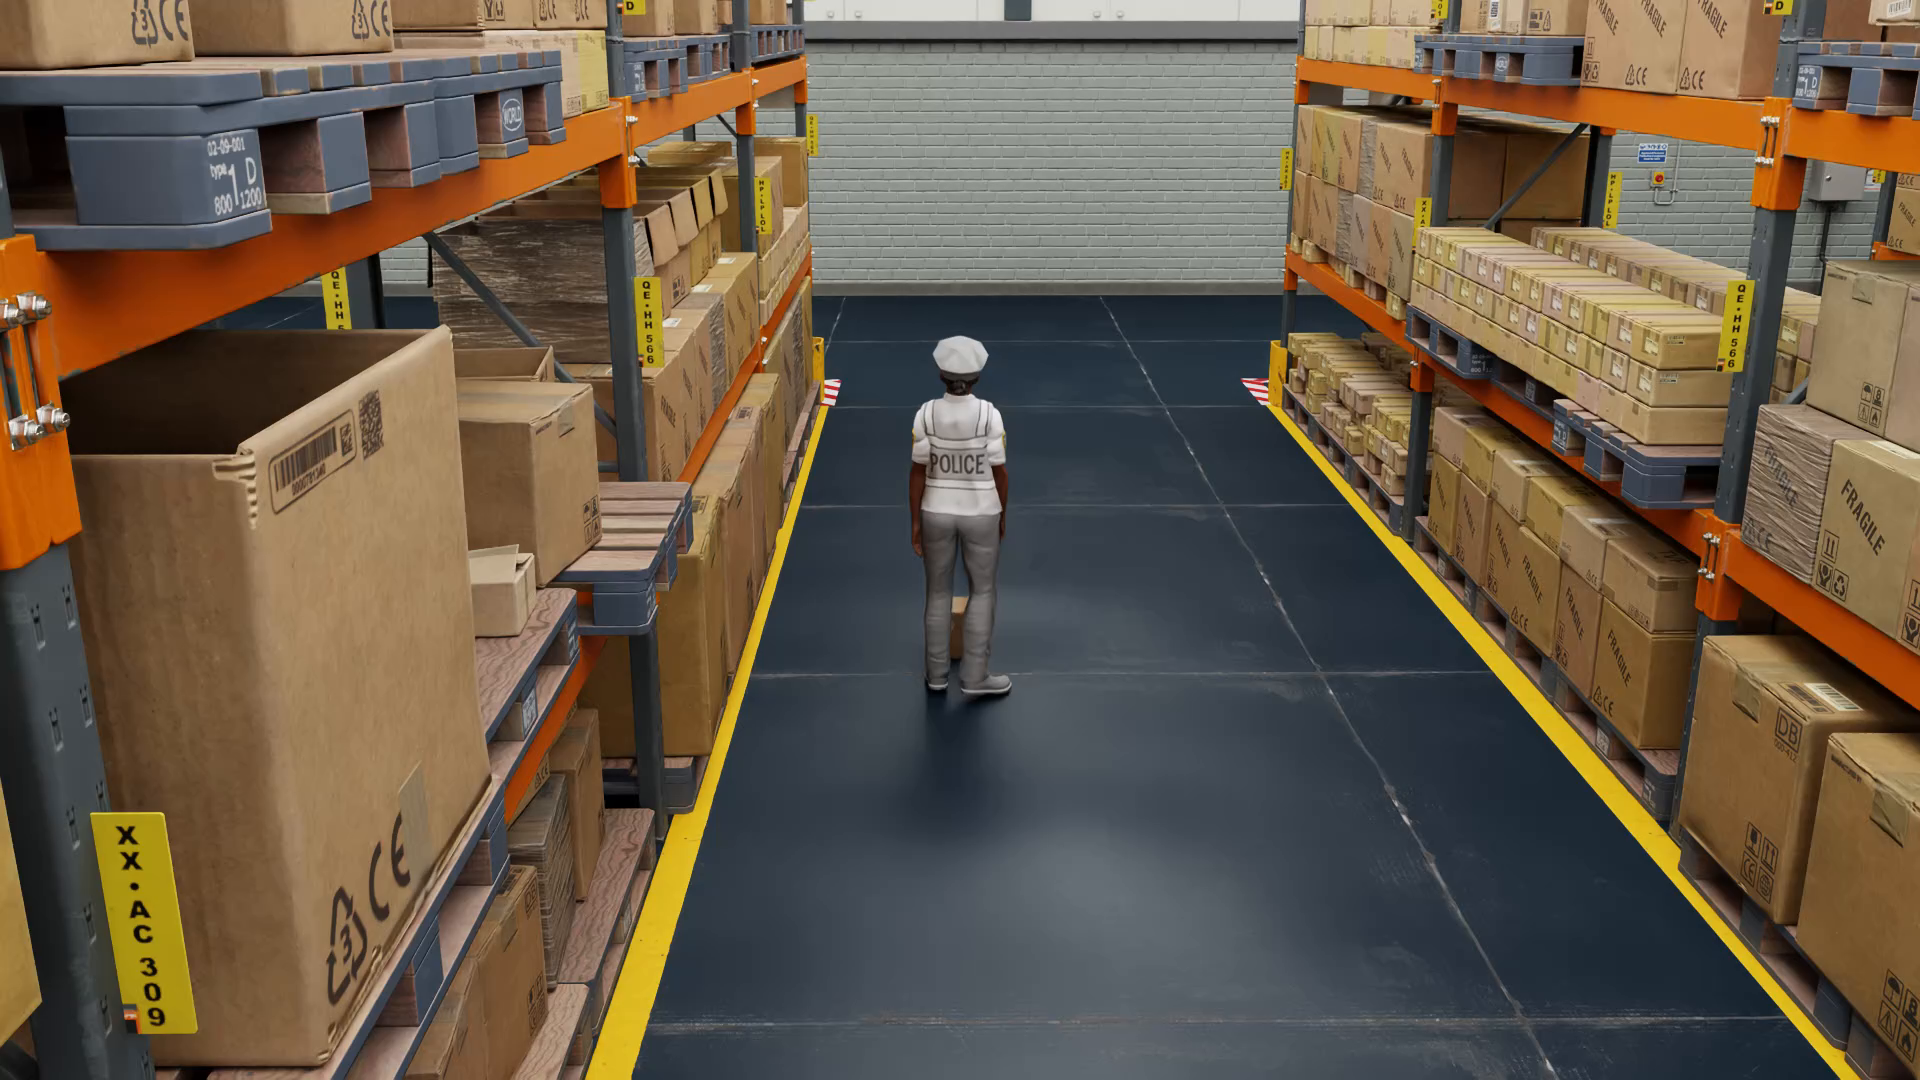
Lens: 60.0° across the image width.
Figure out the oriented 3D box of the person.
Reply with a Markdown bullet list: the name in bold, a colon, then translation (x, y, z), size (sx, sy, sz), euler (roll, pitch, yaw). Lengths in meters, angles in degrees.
- **person**: translation (0.008, -0.104, 7.759), size (0.481, 1.701, 0.393), euler (2, 17, 7)
